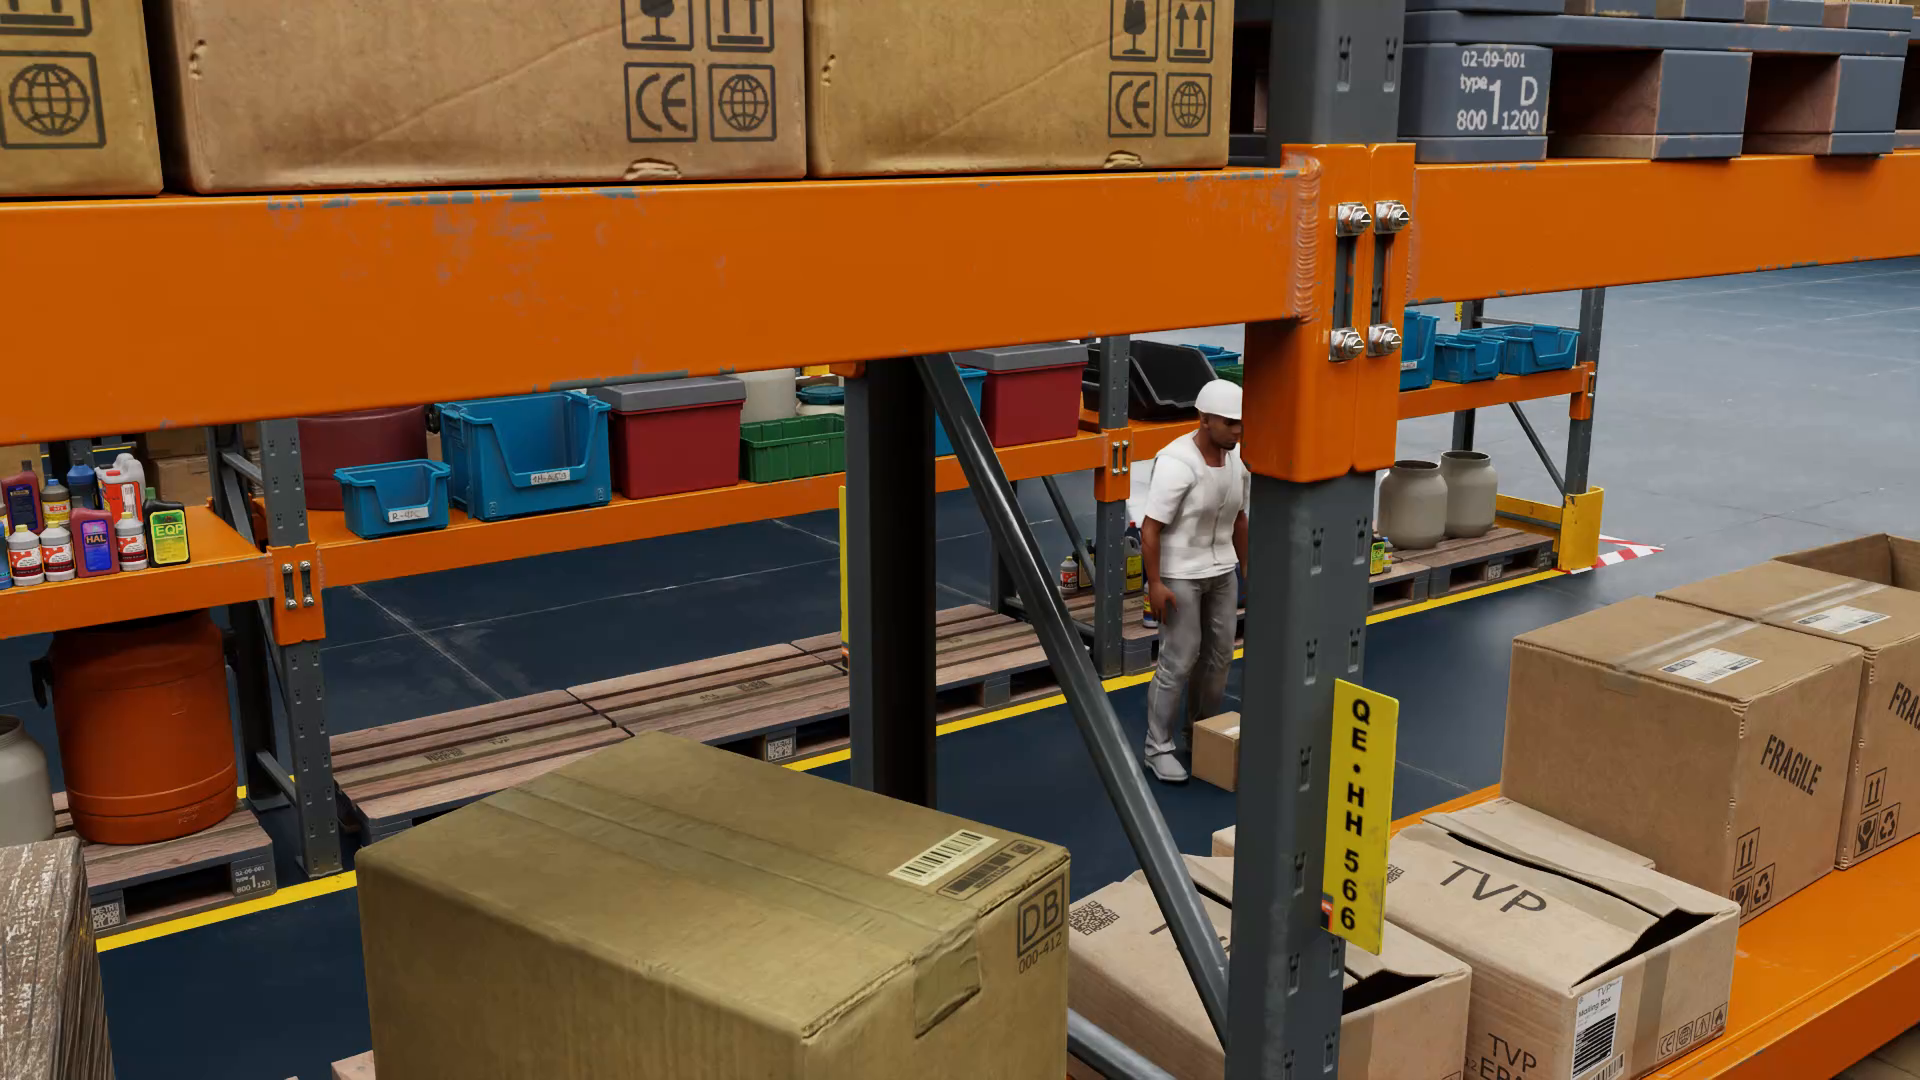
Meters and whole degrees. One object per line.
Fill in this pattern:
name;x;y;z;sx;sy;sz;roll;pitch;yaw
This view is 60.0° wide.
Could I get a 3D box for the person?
person;1.066;0.161;7.341;0.631;1.760;0.463;-10;18;-35
